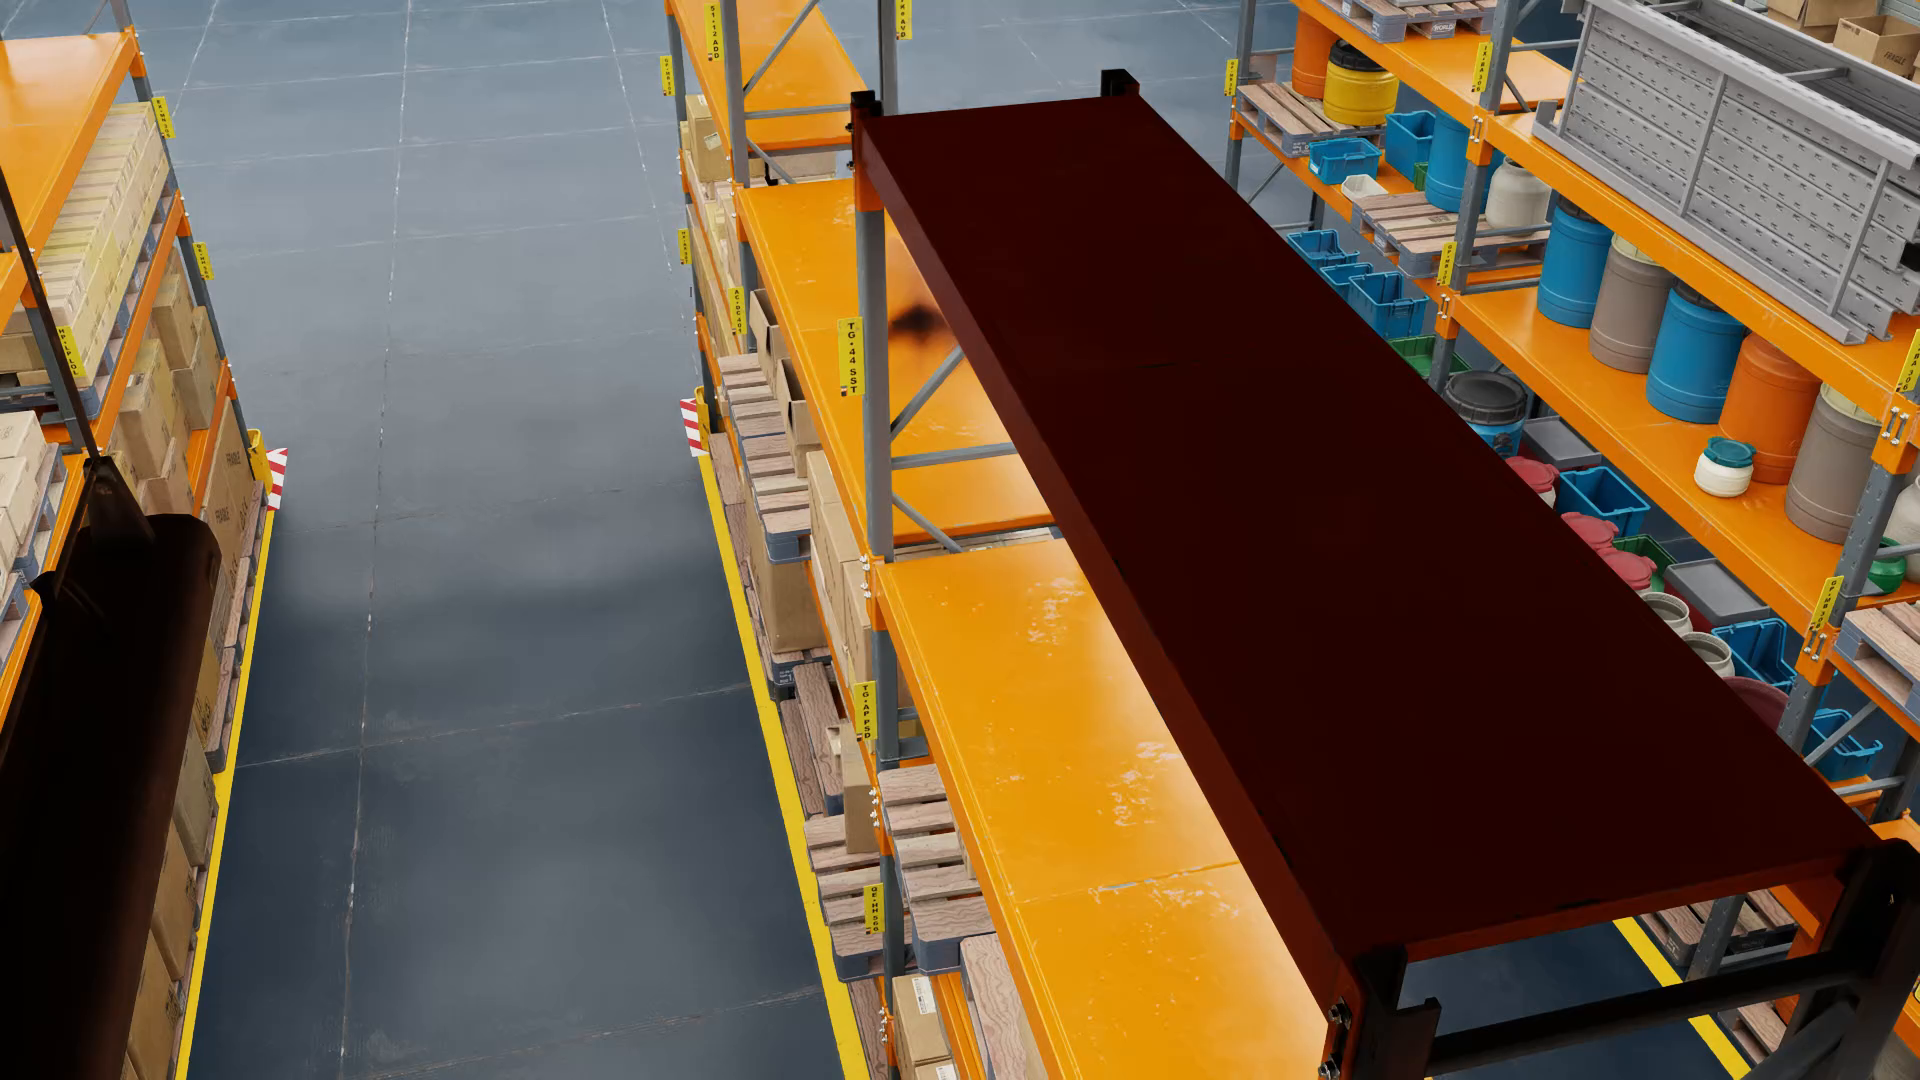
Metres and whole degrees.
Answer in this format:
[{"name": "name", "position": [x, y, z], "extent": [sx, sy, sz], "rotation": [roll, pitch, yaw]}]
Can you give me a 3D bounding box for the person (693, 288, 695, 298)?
[{"name": "person", "position": [-2.425, -2.667, 16.587], "extent": [0.742, 1.554, 0.563], "rotation": [20, 39, 27]}]
